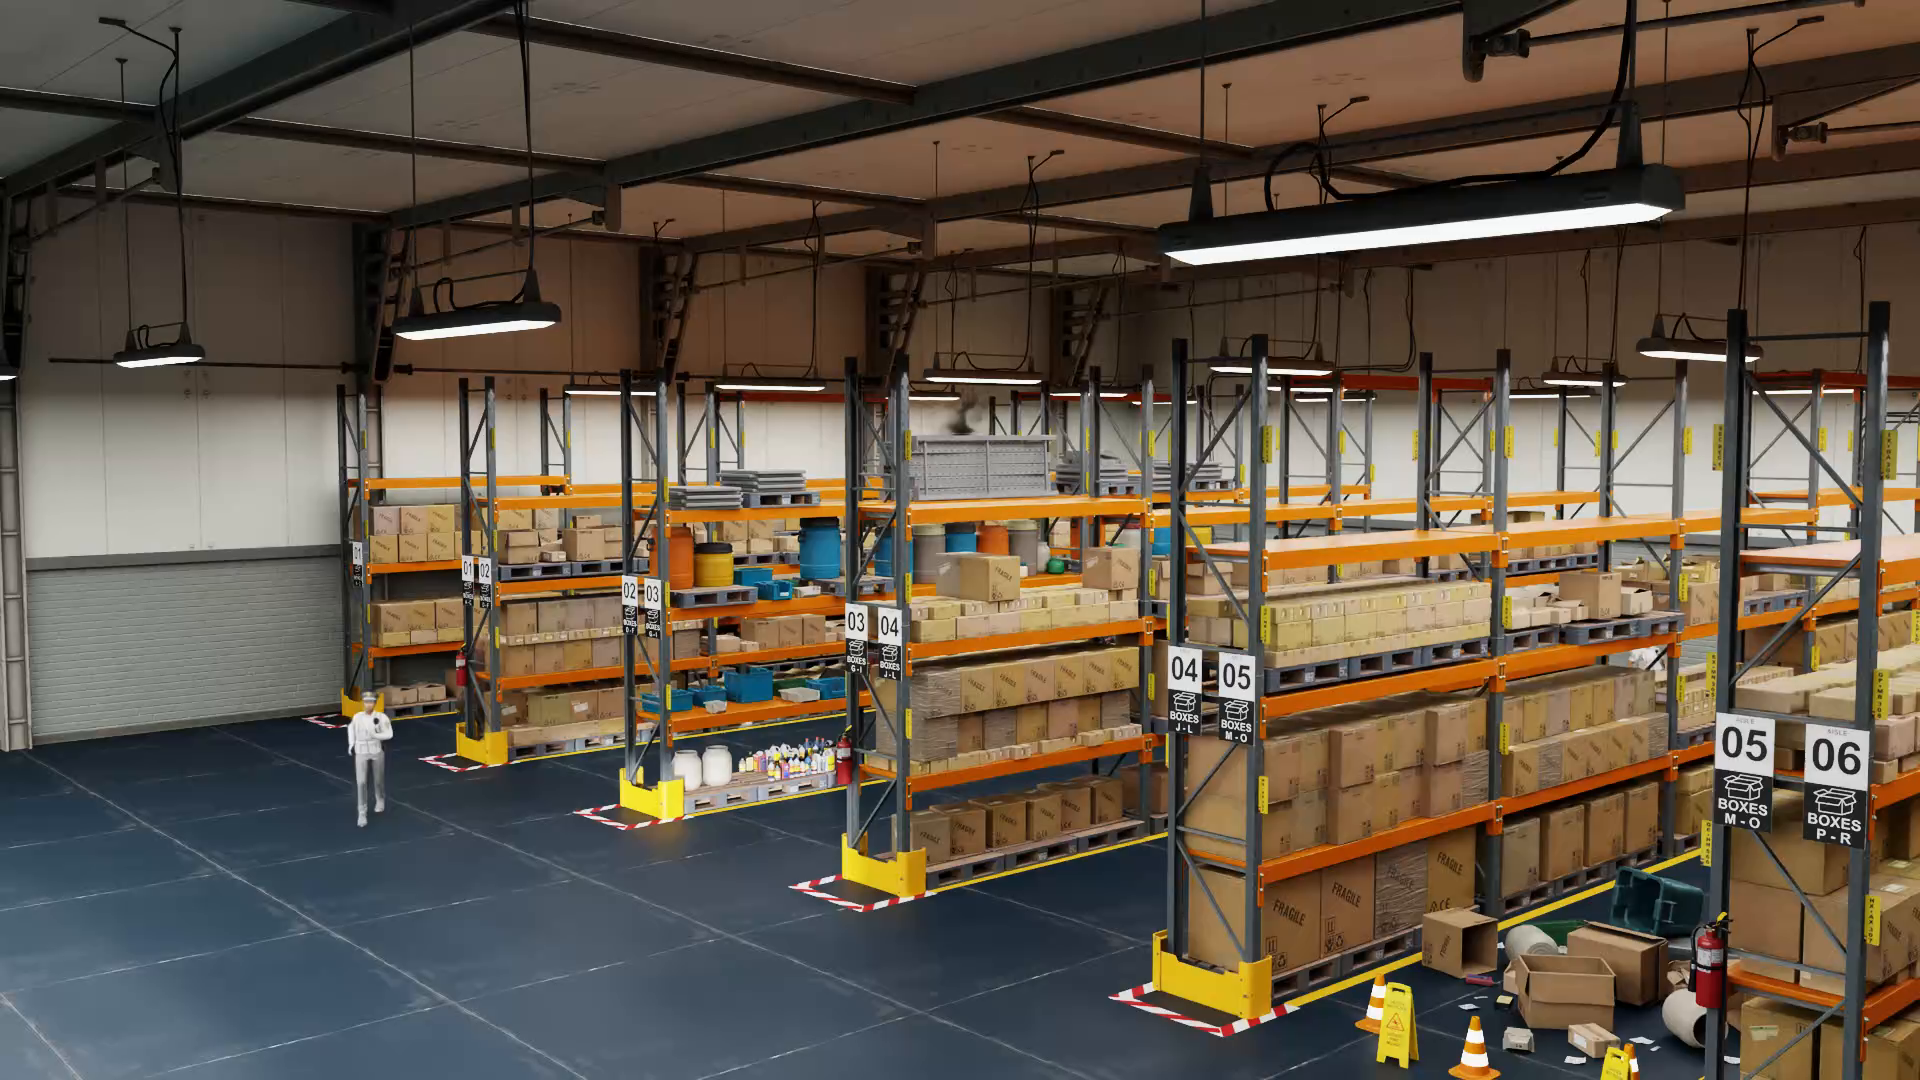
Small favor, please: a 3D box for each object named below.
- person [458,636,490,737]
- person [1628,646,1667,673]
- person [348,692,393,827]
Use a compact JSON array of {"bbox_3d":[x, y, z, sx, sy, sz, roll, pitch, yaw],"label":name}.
[{"bbox_3d":[-8.013,2.587,27.764,0.693,1.607,0.734,4,5,44],"label":"person"},{"bbox_3d":[12.199,2.443,29.309,0.658,1.616,0.547,-1,4,-9],"label":"person"},{"bbox_3d":[-7.816,2.852,22.037,0.599,1.711,0.877,-1,4,-12],"label":"person"}]
